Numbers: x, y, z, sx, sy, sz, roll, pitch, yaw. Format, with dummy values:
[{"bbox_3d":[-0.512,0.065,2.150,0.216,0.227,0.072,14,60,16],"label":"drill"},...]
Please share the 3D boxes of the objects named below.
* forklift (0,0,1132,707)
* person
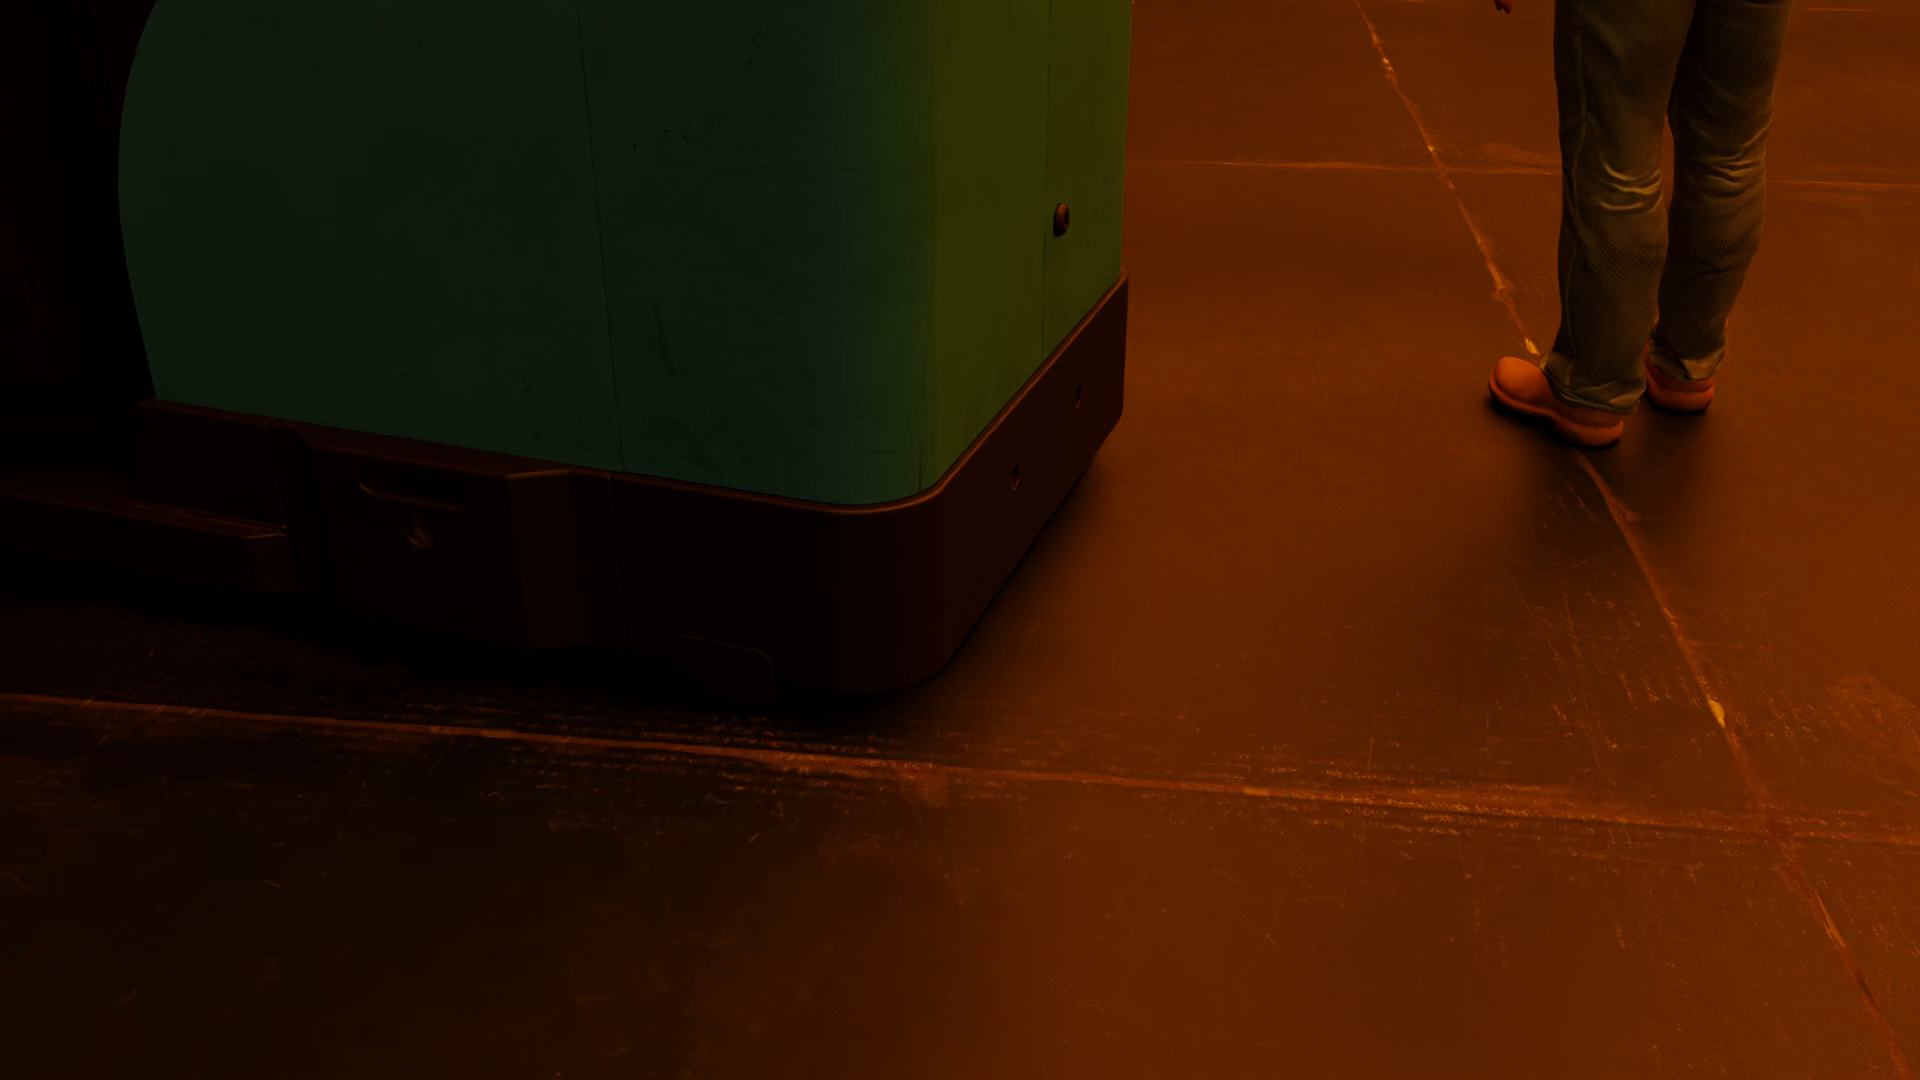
[{"bbox_3d":[-1.303,-1.498,2.220,3.031,2.935,1.130,9,28,17],"label":"forklift"},{"bbox_3d":[1.083,-1.006,2.522,0.668,1.767,0.574,-4,27,-8],"label":"person"}]
